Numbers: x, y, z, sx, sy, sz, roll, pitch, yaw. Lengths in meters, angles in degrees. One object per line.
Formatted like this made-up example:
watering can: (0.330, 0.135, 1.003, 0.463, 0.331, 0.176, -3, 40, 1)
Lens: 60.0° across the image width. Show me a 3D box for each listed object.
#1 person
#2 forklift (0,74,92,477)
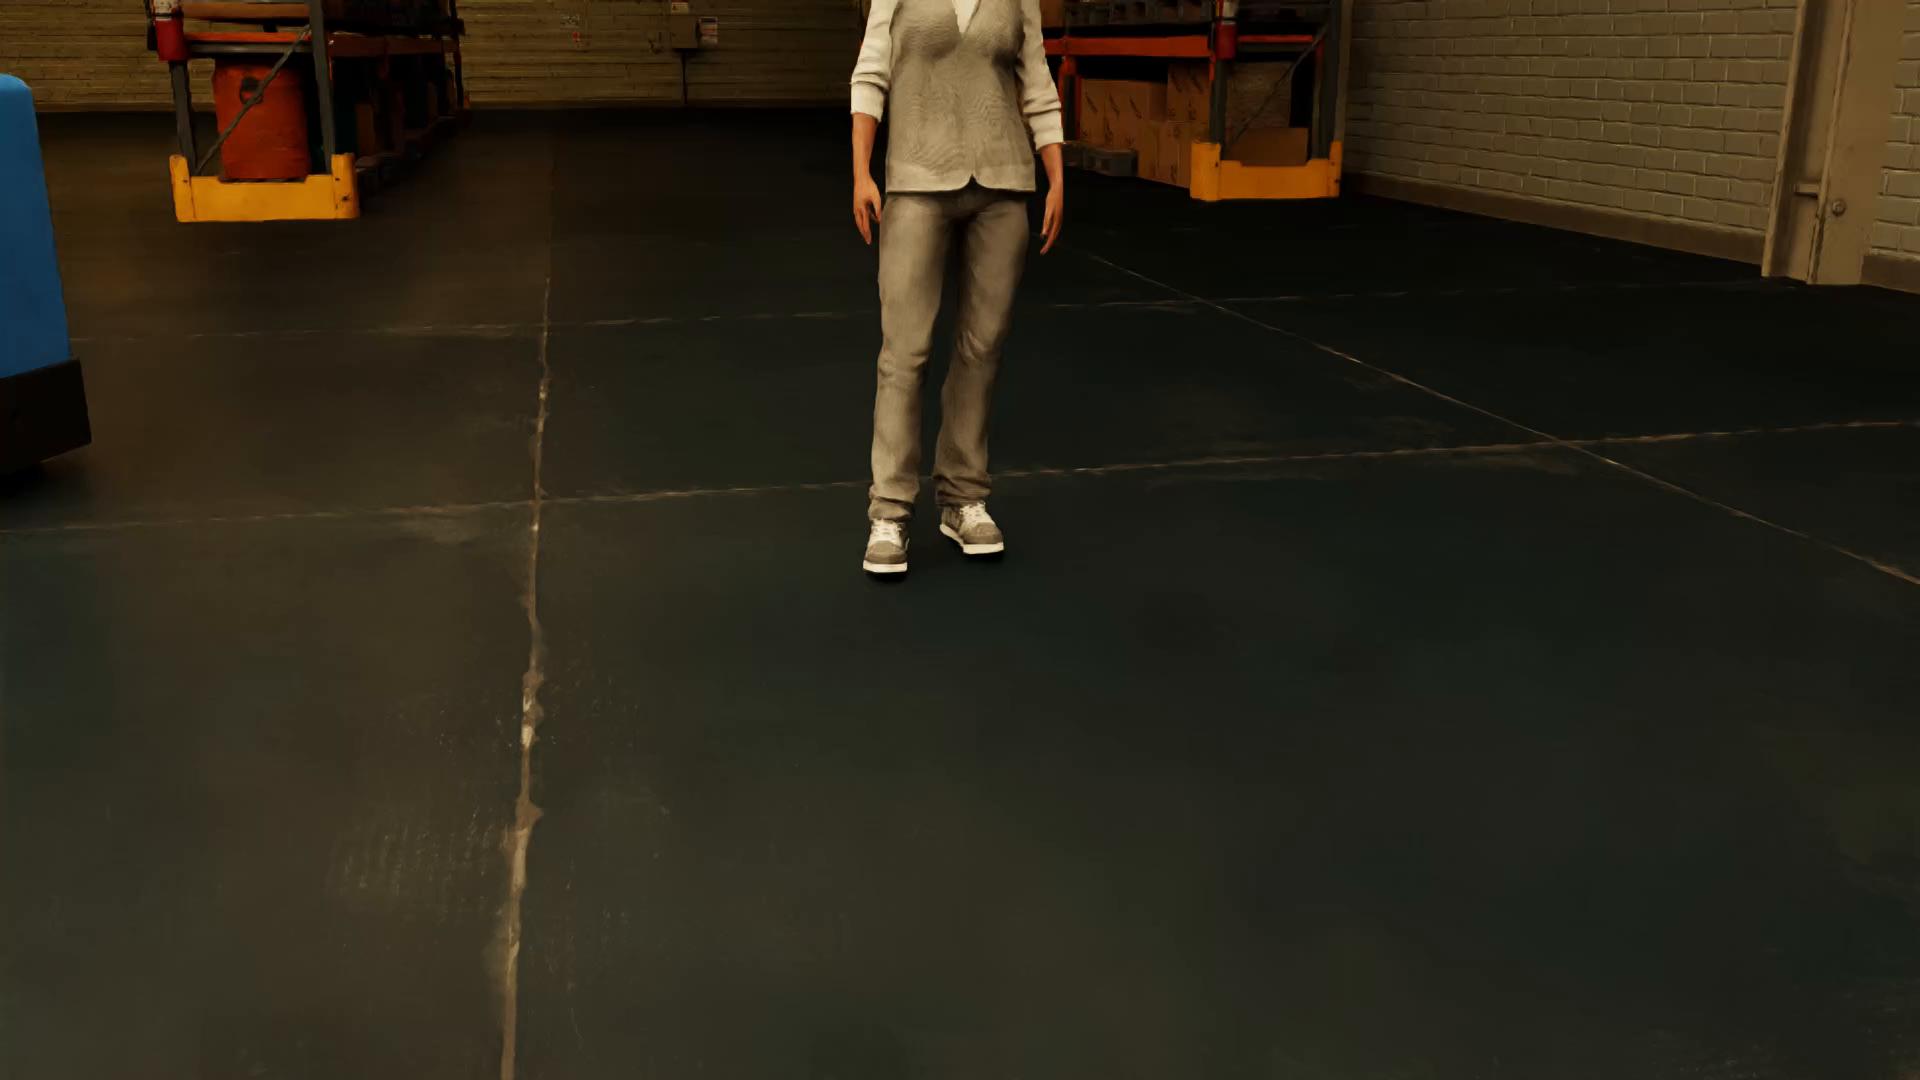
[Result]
person: (0.003, -0.751, 3.714, 0.521, 1.597, 0.474, -4, 17, -12)
forklift: (-4.002, -1.531, 4.022, 3.031, 2.935, 1.130, 2, 17, 6)
